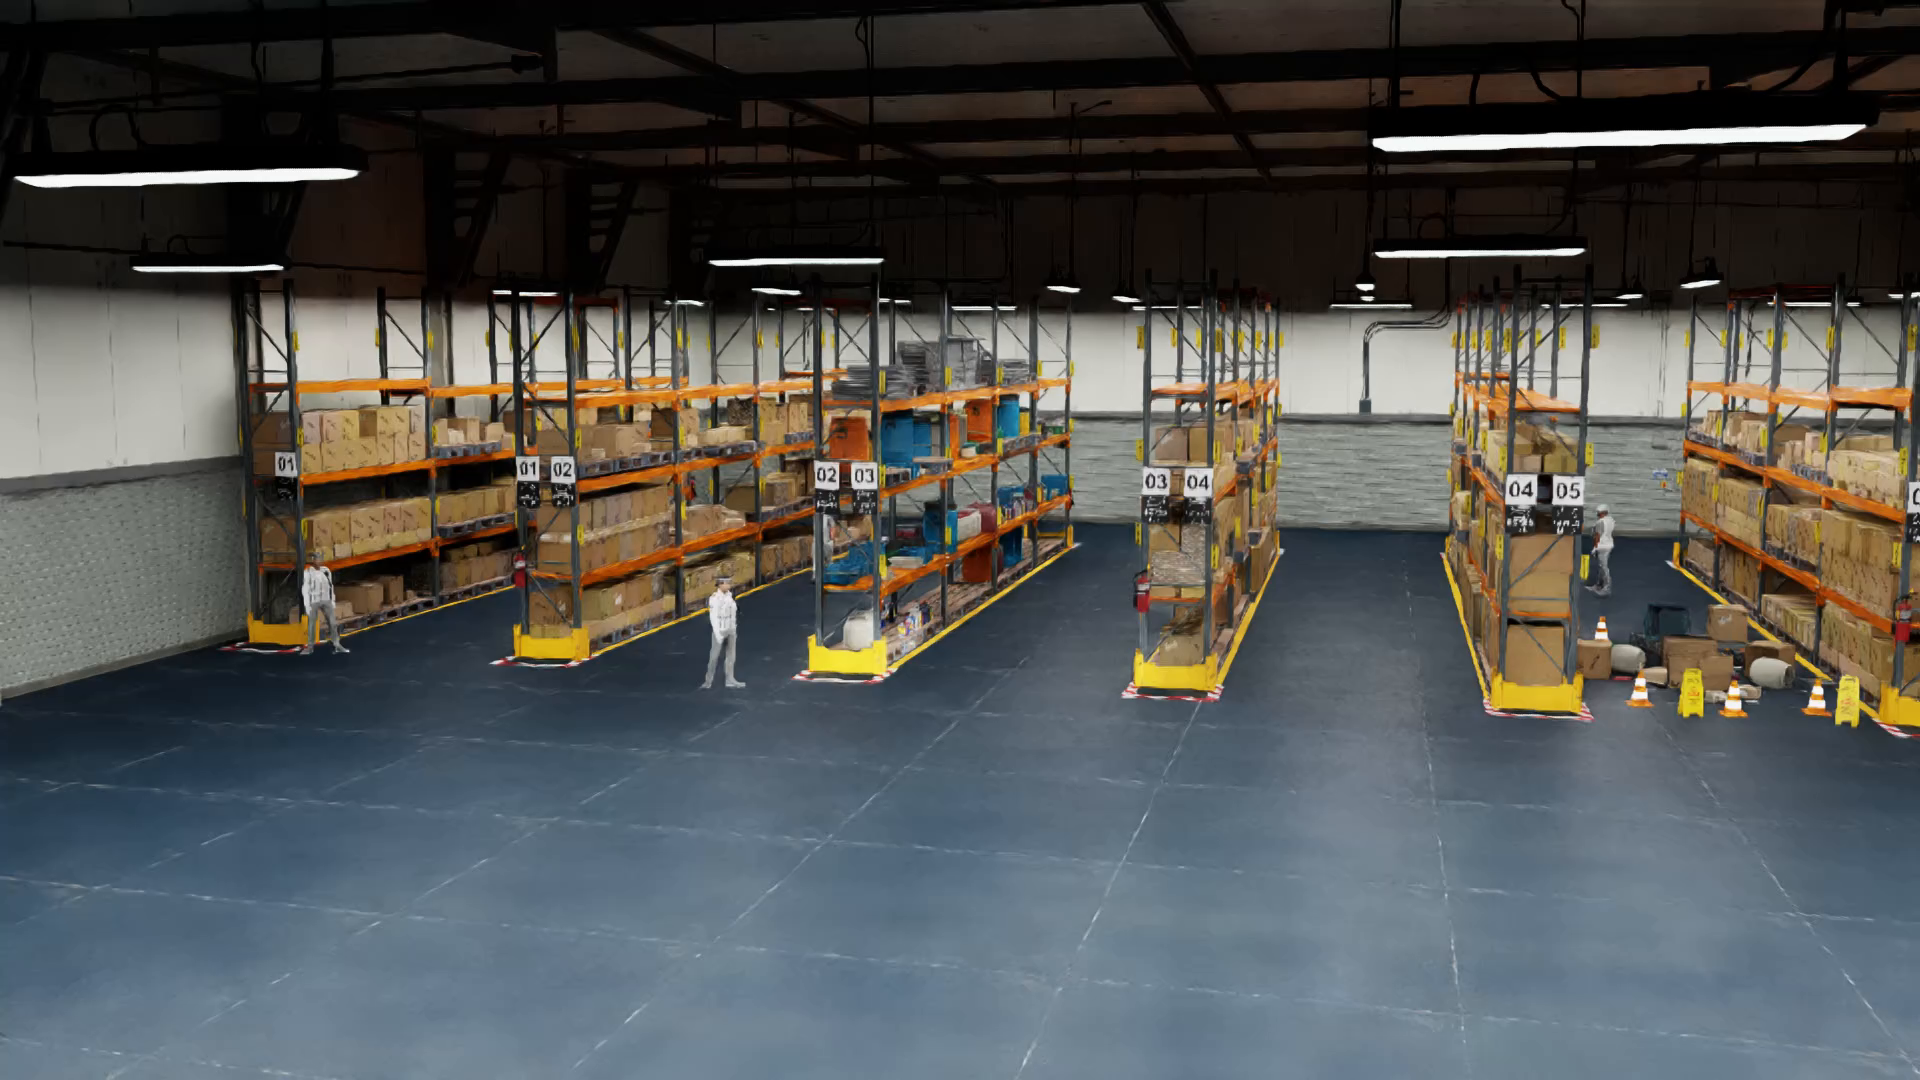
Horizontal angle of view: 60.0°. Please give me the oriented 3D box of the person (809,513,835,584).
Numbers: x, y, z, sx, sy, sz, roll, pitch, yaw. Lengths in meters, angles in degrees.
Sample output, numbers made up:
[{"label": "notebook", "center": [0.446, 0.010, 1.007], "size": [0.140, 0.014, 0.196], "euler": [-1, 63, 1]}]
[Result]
[{"label": "person", "center": [-2.853, -0.001, 34.422], "size": [0.564, 1.701, 1.039], "euler": [2, 7, 13]}]

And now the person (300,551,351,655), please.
[{"label": "person", "center": [-10.170, 0.990, 26.509], "size": [0.685, 1.672, 0.553], "euler": [-5, 9, -37]}]

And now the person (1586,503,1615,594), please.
[{"label": "person", "center": [12.688, 0.157, 32.928], "size": [0.584, 1.782, 0.665], "euler": [6, 9, 42]}]

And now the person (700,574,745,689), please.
[{"label": "person", "center": [-3.449, 1.310, 23.924], "size": [0.421, 1.677, 0.634], "euler": [6, 9, 41]}]
